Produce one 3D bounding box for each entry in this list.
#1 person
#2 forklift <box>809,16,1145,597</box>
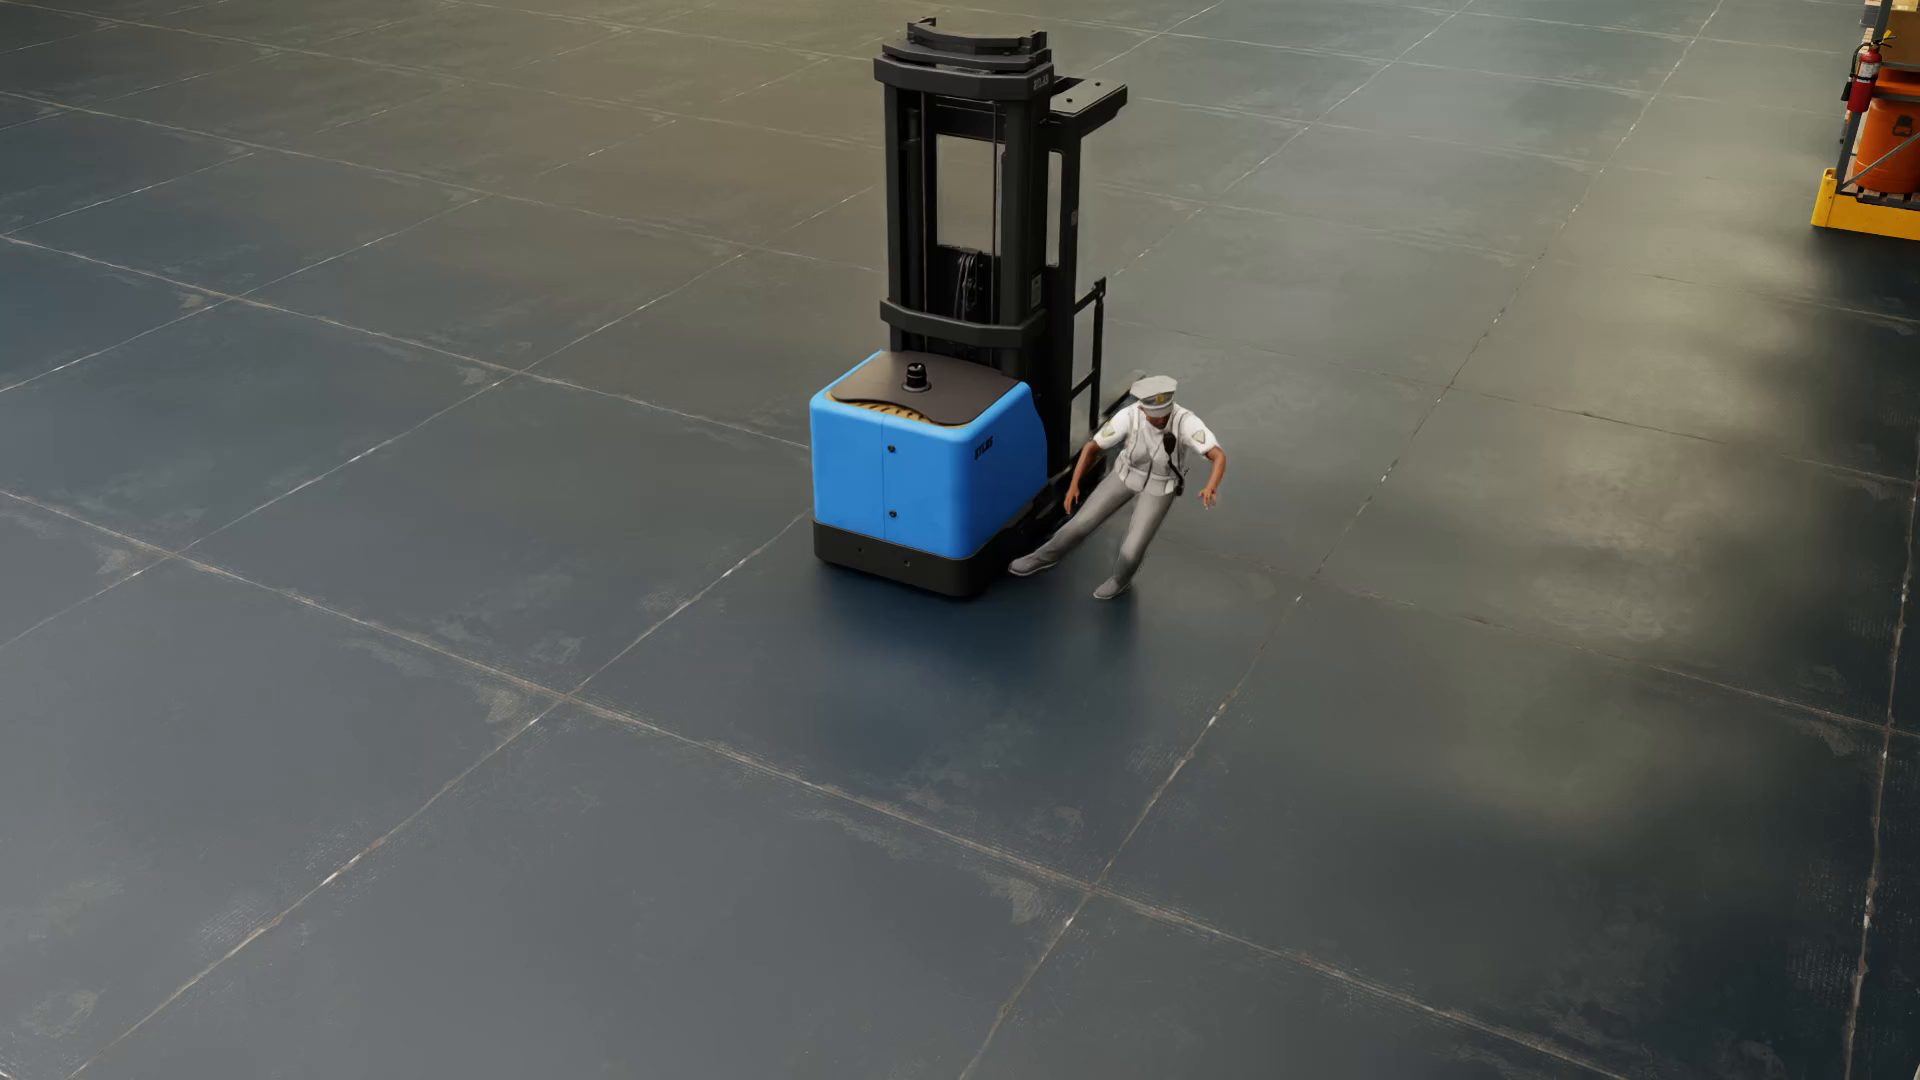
[{"bbox_3d":[0.825,-0.224,9.006,1.196,1.425,0.879,7,31,12],"label":"person"},{"bbox_3d":[0.285,-1.662,9.950,1.130,2.935,3.031,15,33,24],"label":"forklift"}]
